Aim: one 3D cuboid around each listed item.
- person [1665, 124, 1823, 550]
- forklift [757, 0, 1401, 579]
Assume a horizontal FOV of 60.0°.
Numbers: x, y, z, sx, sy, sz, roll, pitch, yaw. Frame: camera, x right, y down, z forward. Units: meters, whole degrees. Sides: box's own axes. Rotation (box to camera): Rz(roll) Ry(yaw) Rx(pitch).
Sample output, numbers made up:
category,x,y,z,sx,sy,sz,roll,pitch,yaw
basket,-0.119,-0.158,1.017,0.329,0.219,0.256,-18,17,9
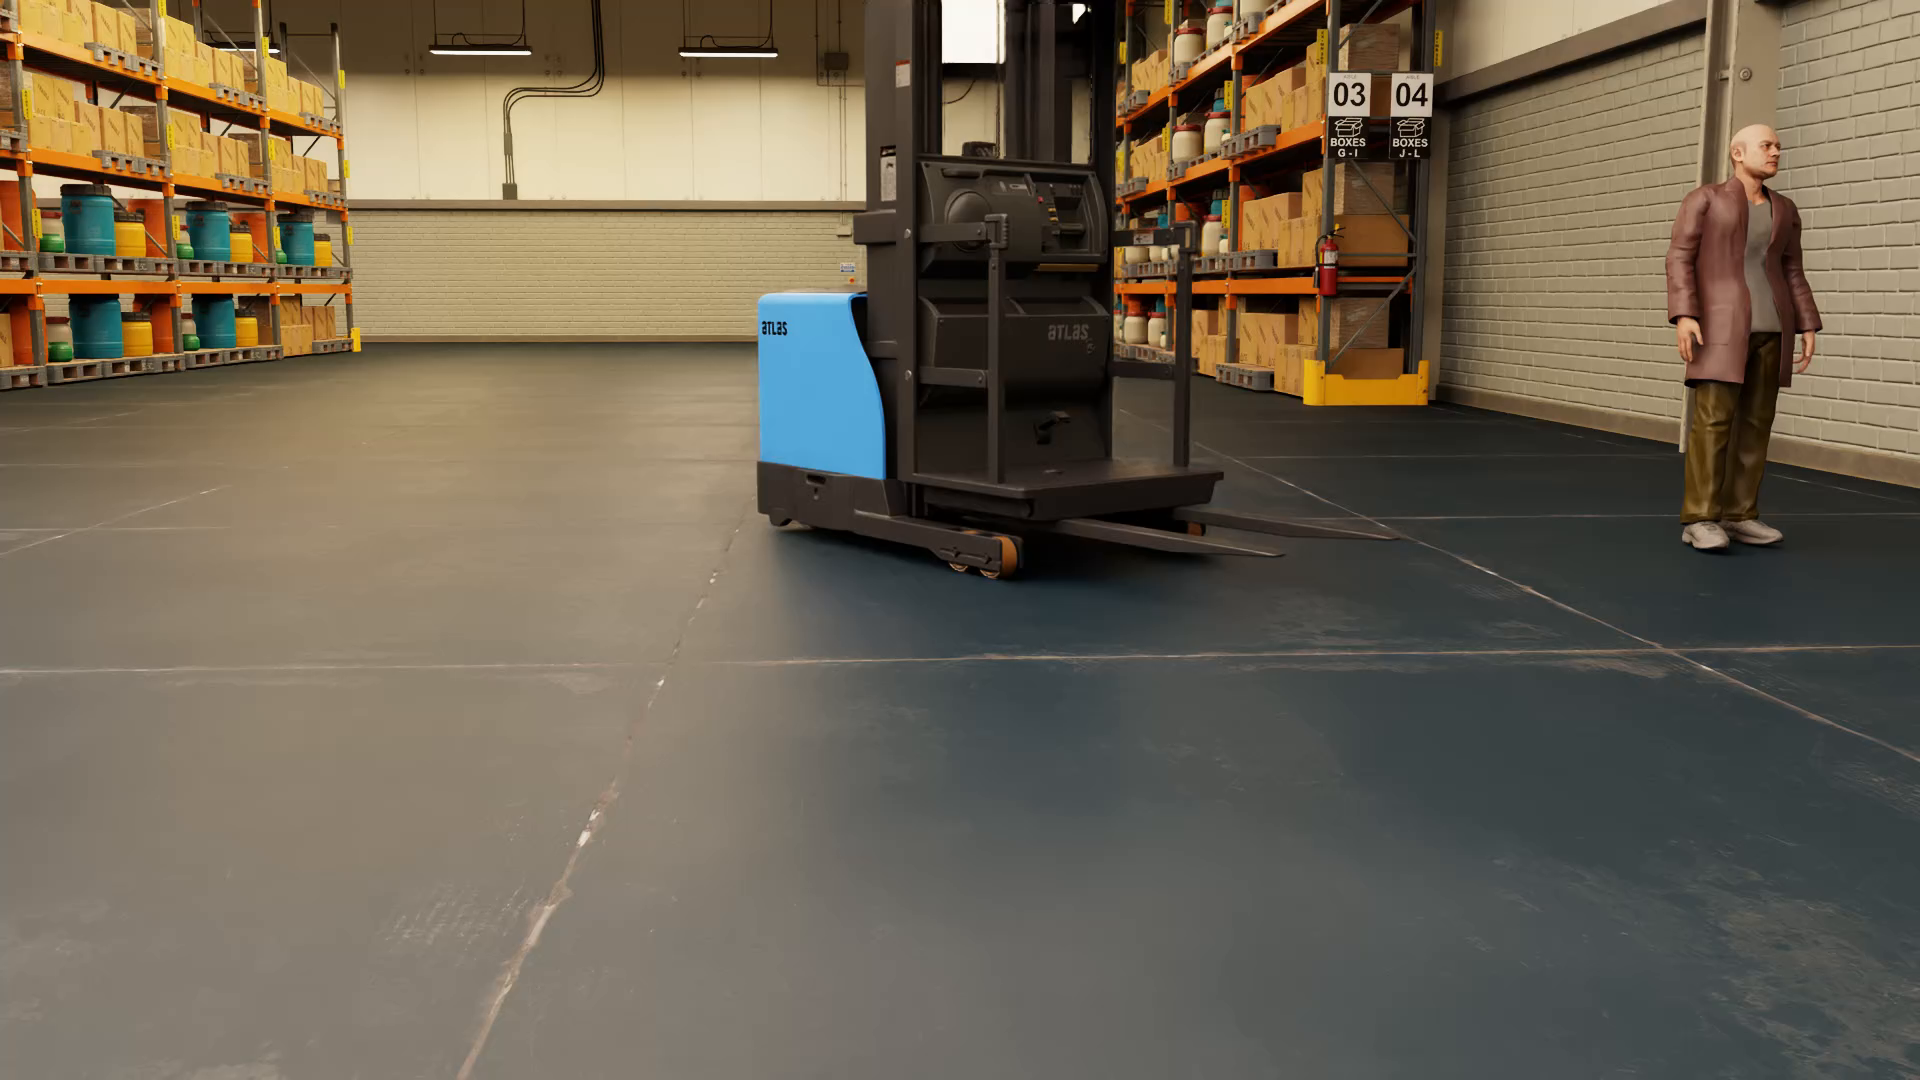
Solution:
category,x,y,z,sx,sy,sz,roll,pitch,yaw
person,3.376,-0.869,7.058,0.695,1.776,0.584,-1,9,-9
forklift,0.364,-1.384,6.649,1.130,2.935,3.031,-7,11,-37
